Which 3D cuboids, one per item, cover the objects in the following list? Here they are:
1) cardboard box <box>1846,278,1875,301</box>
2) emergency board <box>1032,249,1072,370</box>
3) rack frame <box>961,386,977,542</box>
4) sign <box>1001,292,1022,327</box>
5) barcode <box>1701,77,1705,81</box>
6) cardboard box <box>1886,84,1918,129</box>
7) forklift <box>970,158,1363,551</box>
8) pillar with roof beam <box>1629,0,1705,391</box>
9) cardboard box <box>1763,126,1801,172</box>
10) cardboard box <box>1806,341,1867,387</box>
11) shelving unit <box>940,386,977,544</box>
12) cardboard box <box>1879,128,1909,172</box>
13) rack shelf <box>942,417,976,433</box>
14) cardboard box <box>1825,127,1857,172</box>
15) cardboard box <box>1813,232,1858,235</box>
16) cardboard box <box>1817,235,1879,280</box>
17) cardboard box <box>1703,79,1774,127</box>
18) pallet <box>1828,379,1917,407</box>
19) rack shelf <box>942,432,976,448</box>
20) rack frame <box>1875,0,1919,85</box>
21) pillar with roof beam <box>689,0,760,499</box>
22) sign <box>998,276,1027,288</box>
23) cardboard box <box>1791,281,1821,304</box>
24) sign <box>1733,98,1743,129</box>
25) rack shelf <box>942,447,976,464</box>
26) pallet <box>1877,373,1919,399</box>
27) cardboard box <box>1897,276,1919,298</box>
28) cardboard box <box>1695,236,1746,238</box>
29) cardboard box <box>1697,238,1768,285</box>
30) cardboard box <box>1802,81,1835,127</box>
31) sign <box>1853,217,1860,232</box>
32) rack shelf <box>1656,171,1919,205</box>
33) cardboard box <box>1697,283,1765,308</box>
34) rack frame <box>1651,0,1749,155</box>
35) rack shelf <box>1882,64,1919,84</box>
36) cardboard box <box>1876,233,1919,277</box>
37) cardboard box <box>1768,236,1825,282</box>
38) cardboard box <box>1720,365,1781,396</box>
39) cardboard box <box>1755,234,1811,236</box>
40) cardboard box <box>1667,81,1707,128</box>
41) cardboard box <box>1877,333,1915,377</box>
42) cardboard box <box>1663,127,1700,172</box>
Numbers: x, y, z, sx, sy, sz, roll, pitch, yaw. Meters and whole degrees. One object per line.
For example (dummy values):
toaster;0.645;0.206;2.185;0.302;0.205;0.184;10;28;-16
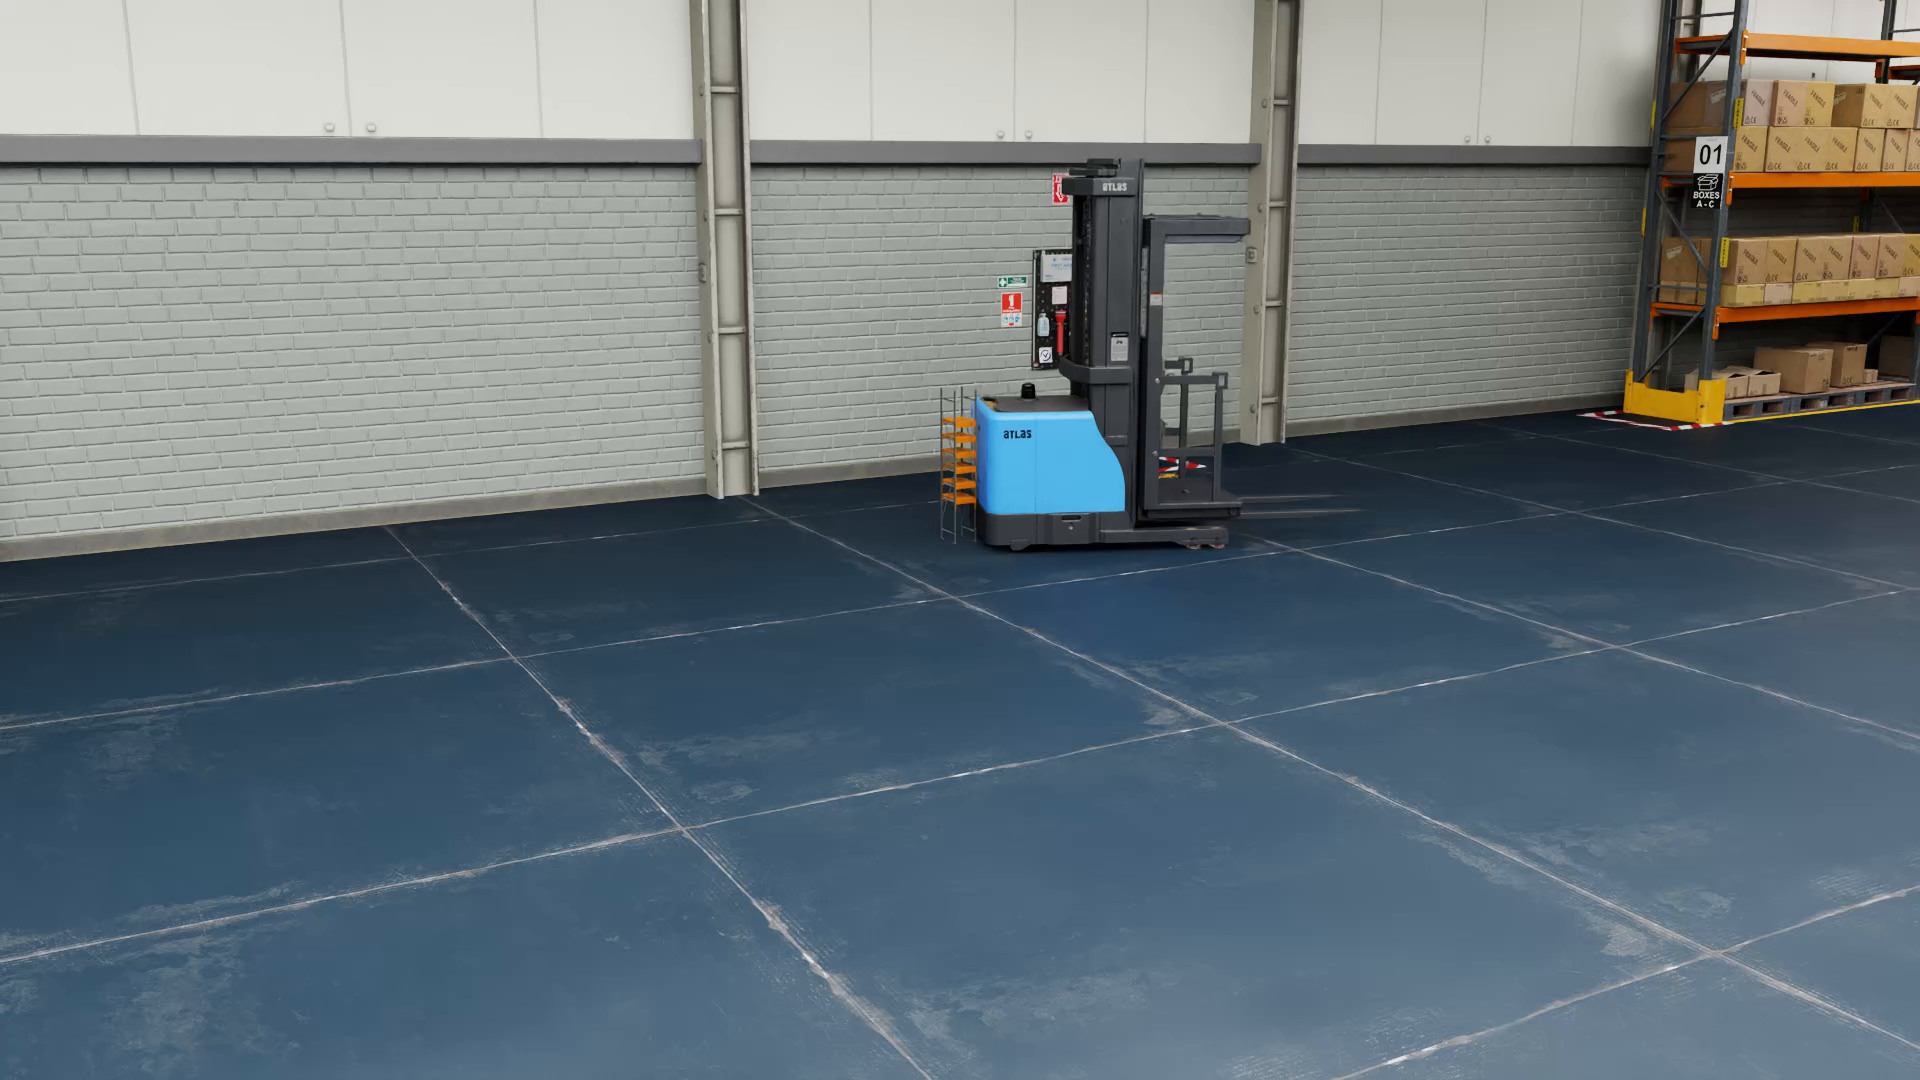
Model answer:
cardboard box;10.654;-3.043;20.093;0.500;0.250;0.500;-7;14;-28
emergency board;1.035;-2.257;16.305;0.643;1.169;0.194;-7;14;-28
rack frame;0.068;-0.593;13.013;0.006;1.200;0.240;-7;14;-28
sign;0.500;-2.236;16.131;0.234;0.329;0.001;-7;14;-28
barcode;8.672;-5.364;19.409;0.075;0.075;0.001;-7;14;-28
cardboard box;11.011;-5.166;19.849;0.500;0.500;0.500;-6;14;-25
forklift;1.636;-1.472;12.976;3.031;2.935;1.130;-2;13;-7
pillar with roof beam;10.551;-5.238;15.887;0.400;9.000;9.100;-7;14;-28
cardboard box;9.190;-4.459;18.985;0.500;0.500;0.500;-6;14;-24
cardboard box;10.908;-2.199;20.741;0.500;0.500;0.500;-8;15;-32
shelving unit;-0.013;-0.584;12.971;0.189;1.200;0.258;-7;14;-28
cardboard box;11.025;-4.691;20.019;0.500;0.500;0.500;-8;15;-33
rack shelf;-0.013;-0.892;12.901;0.180;0.103;0.258;-7;14;-28
cardboard box;10.104;-4.575;19.499;0.500;0.500;0.500;-6;14;-24
cardboard box;10.831;-3.561;20.687;0.500;0.500;0.500;-7;14;-28
cardboard box;10.650;-3.410;20.016;0.500;0.500;0.500;-7;15;-29
cardboard box;8.743;-4.904;18.684;0.500;0.500;0.500;-8;15;-32
pallet;11.227;-1.883;20.996;1.213;0.211;1.003;-7;14;-28
rack shelf;-0.013;-0.775;12.928;0.180;0.103;0.258;-7;14;-28
rack frame;11.800;-6.248;20.376;0.127;3.000;1.000;-7;14;-28
pillar with roof beam;0.019;-3.975;10.278;0.400;9.000;9.100;-7;14;-28
sign;0.508;-2.493;16.067;0.331;0.109;0.001;-7;14;-28
cardboard box;9.768;-2.937;19.623;0.500;0.250;0.500;-7;15;-29
sign;8.549;-4.686;18.275;0.005;0.325;0.100;-7;14;-28
rack shelf;-0.013;-0.658;12.954;0.180;0.103;0.258;-7;14;-28
pallet;12.482;-2.043;21.706;1.213;0.211;1.003;-7;14;-28
cardboard box;11.529;-3.149;20.568;0.500;0.250;0.500;-7;14;-28
cardboard box;9.047;-3.344;19.726;0.500;0.500;0.500;-7;14;-27
cardboard box;8.852;-3.195;19.062;0.500;0.500;0.500;-7;14;-28
cardboard box;9.652;-5.003;19.125;0.500;0.500;0.500;-6;14;-26
sign;11.531;-3.993;21.381;0.005;0.325;0.100;-7;14;-28
rack shelf;10.044;-4.223;19.849;4.000;0.370;1.077;-7;14;-28
cardboard box;8.869;-2.827;19.135;0.500;0.250;0.500;-7;15;-29
rack frame;8.289;-5.827;18.506;0.127;3.000;1.000;-7;14;-28
rack shelf;13.555;-5.912;21.433;4.000;0.370;1.077;-7;14;-28
cardboard box;11.533;-3.514;20.480;0.500;0.500;0.500;-7;14;-28
cardboard box;9.747;-3.298;19.521;0.500;0.500;0.500;-7;15;-30
cardboard box;9.439;-1.919;19.924;0.500;0.311;0.500;-6;14;-23
cardboard box;9.941;-3.452;20.206;0.500;0.500;0.500;-7;14;-27
cardboard box;8.542;-5.006;19.138;0.500;0.500;0.500;-6;14;-25
cardboard box;12.438;-2.397;21.619;0.500;0.500;0.700;-6;14;-26
cardboard box;8.534;-4.515;19.234;0.500;0.500;0.500;-6;14;-24
